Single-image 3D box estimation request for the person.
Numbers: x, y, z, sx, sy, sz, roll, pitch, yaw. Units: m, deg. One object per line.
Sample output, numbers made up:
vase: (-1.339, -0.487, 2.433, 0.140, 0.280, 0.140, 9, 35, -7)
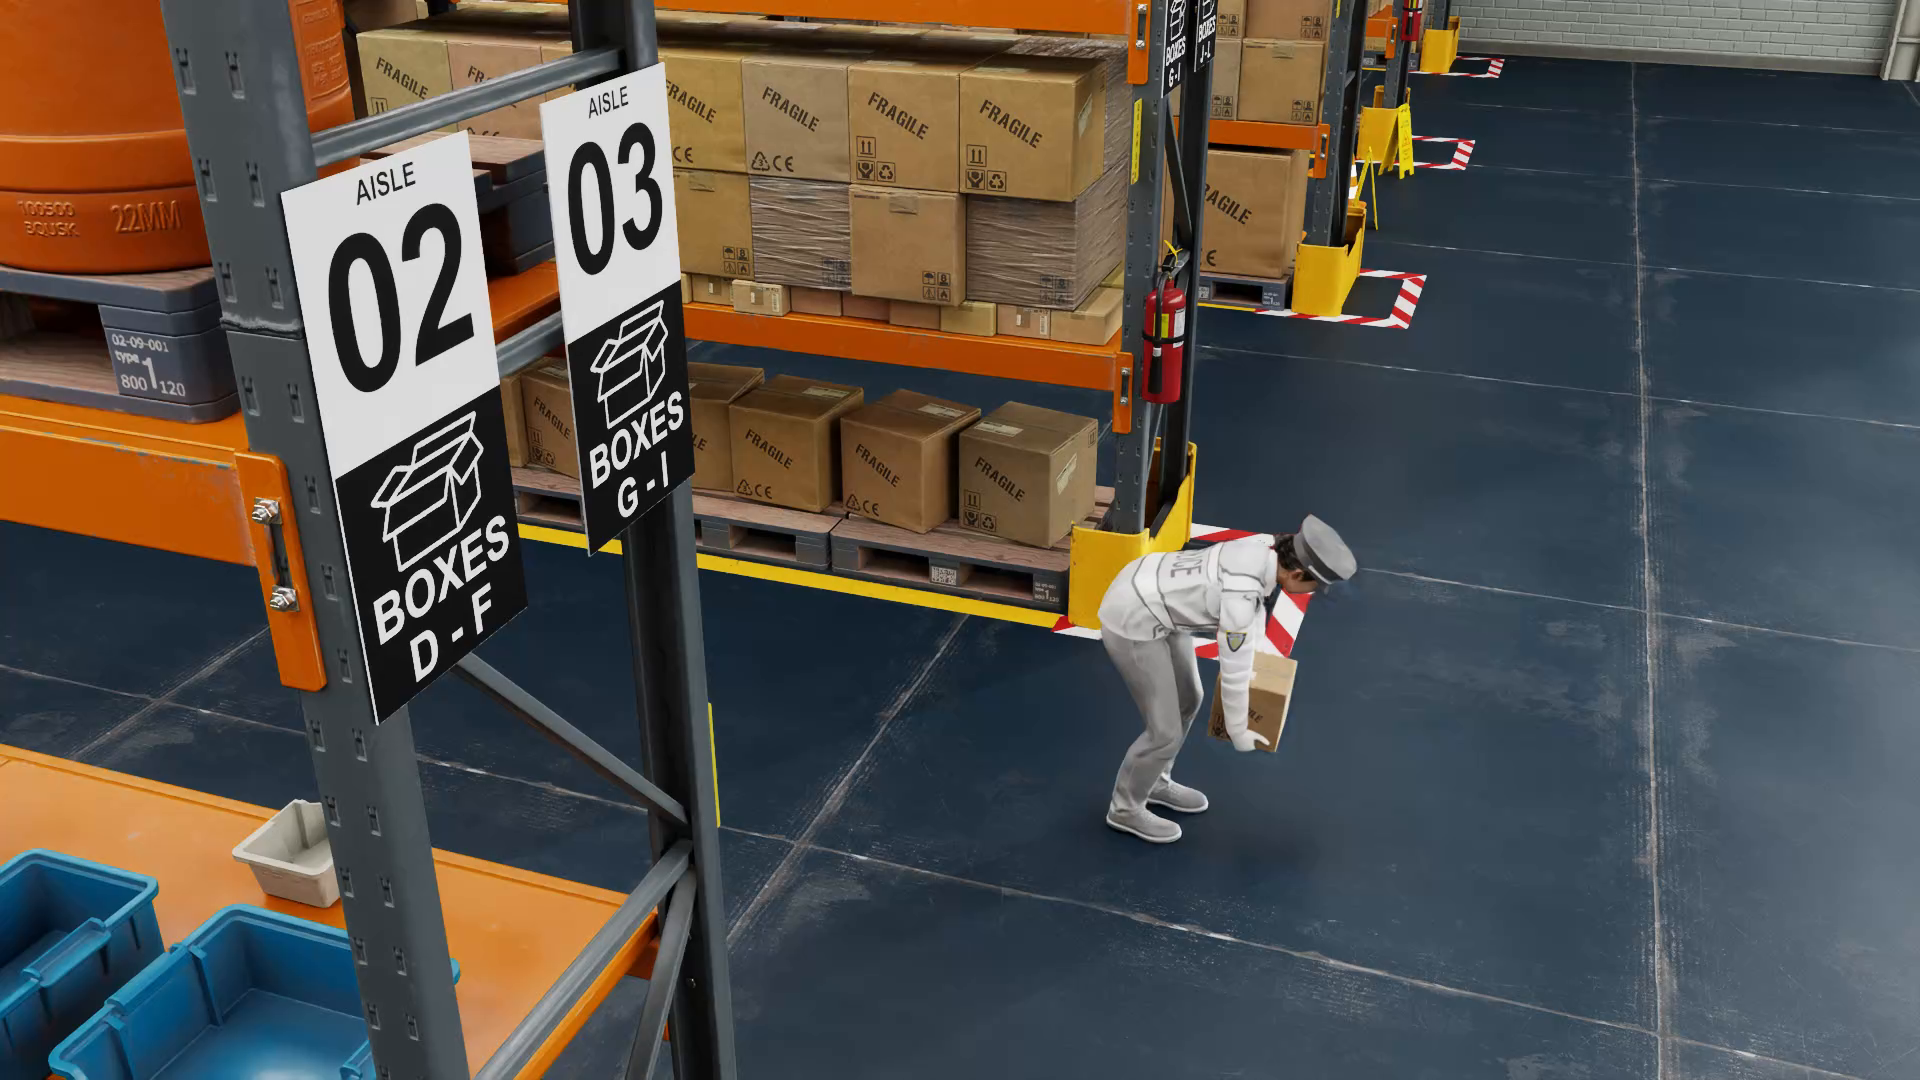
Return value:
person: (0.935, 0.491, 6.017, 0.886, 1.306, 0.409, 8, 27, 16)
